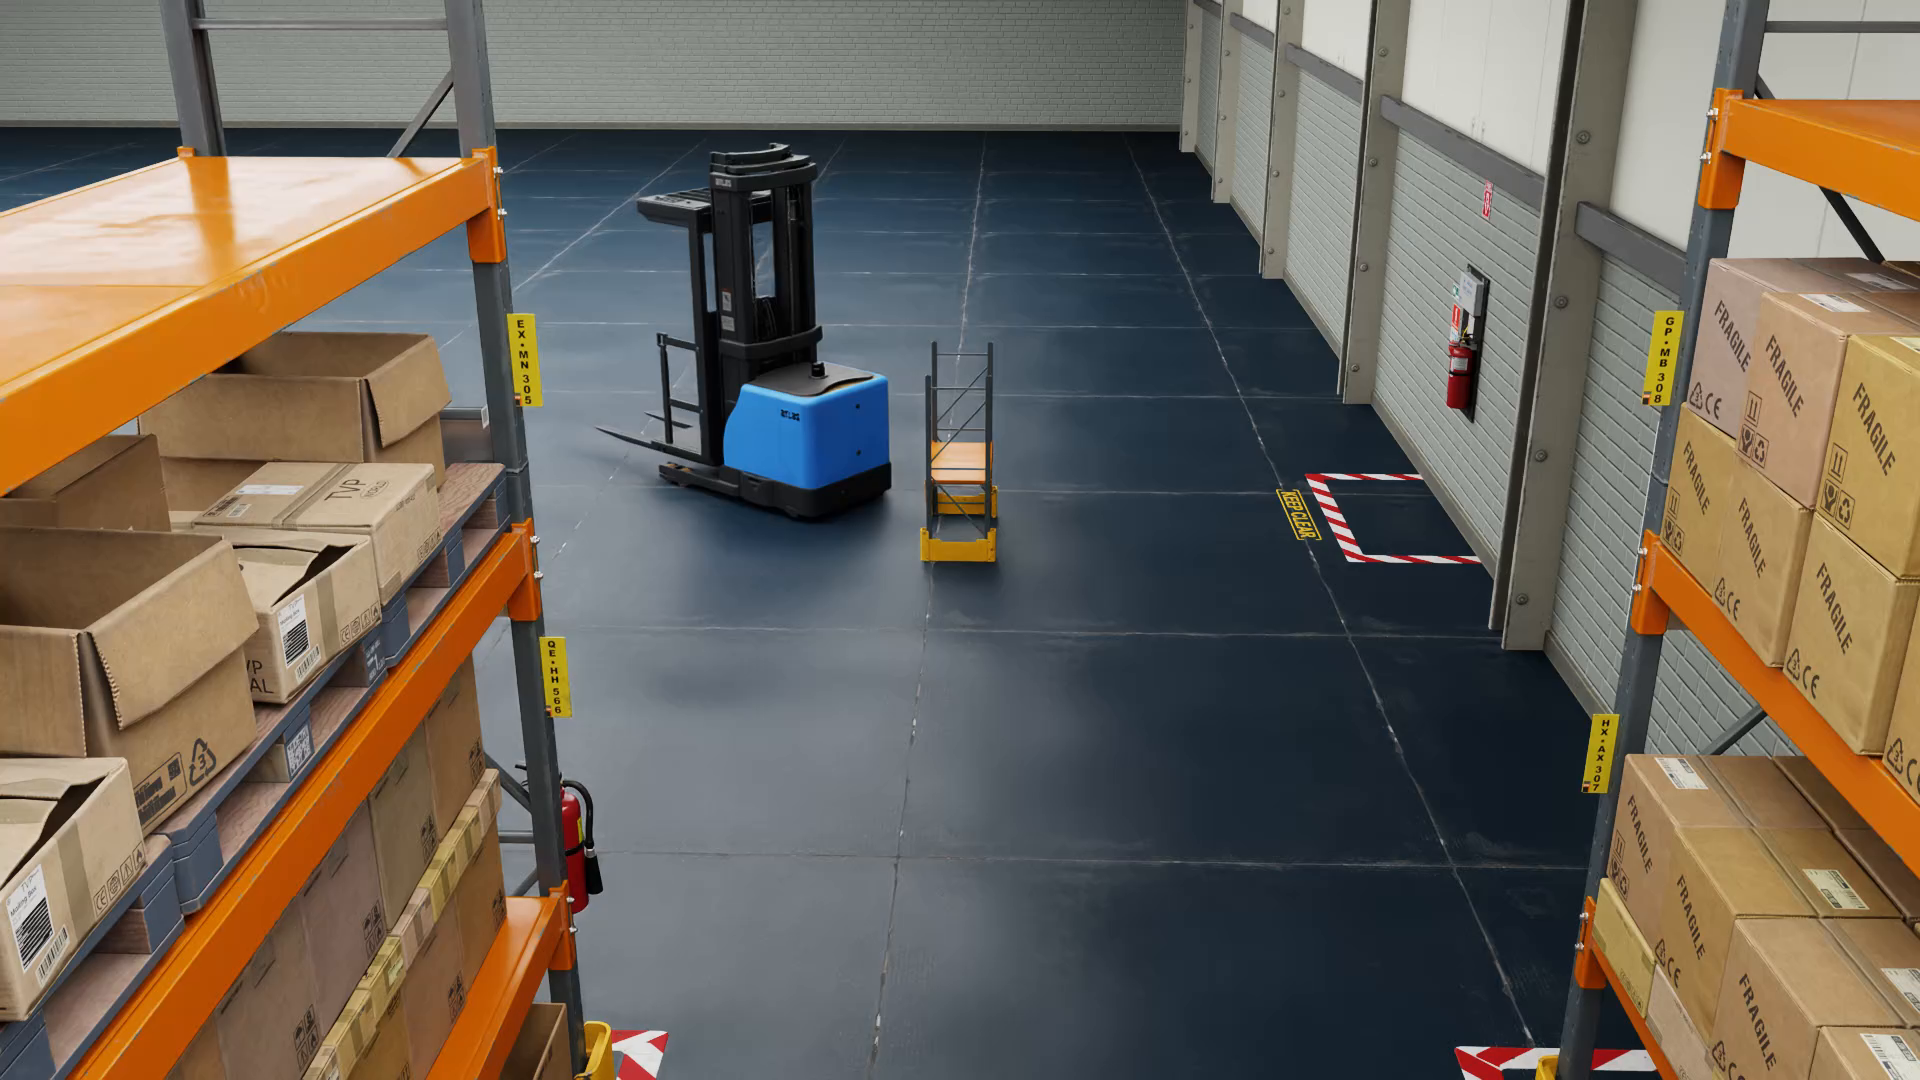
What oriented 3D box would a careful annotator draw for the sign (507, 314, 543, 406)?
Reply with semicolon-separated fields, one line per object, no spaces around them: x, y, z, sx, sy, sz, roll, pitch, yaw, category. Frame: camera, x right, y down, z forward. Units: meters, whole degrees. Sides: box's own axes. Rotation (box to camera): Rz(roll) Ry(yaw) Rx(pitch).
-1.496;-0.616;5.709;0.100;0.325;0.005;1;21;2;sign

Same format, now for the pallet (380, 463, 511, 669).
-2.086;0.045;5.241;1.003;0.211;1.213;1;21;2;pallet

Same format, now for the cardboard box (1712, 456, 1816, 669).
2.601;0.058;4.920;0.500;0.500;0.500;2;21;5;cardboard box

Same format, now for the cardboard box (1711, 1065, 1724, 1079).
2.558;1.806;4.907;0.500;0.250;0.500;0;21;1;cardboard box

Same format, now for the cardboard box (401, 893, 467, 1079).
-2.077;1.459;5.483;0.700;0.500;0.500;1;21;3;cardboard box

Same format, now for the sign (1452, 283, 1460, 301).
4.163;-2.060;13.910;0.001;0.109;0.331;1;21;2;sign

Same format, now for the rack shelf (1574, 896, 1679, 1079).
2.852;2.259;4.555;1.077;0.370;4.000;1;21;2;rack shelf

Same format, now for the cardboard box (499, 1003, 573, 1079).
-1.757;2.081;6.203;0.500;0.500;0.500;1;21;2;cardboard box

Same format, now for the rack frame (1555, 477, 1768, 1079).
2.913;1.200;6.288;1.000;3.000;0.127;1;21;2;rack frame

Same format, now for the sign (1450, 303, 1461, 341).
4.172;-1.815;14.010;0.001;0.329;0.234;1;21;2;sign

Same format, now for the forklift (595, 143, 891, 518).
-2.058;-1.969;14.551;3.031;2.935;1.130;17;27;36;forklift

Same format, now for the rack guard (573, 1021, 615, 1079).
-2.038;2.304;6.900;1.175;0.500;0.348;1;21;2;rack guard

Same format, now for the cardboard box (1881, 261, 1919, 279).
3.161;-0.561;5.134;0.500;0.500;0.500;2;21;4;cardboard box

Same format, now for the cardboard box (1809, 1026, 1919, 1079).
2.547;1.633;4.317;0.500;0.500;0.500;1;21;3;cardboard box

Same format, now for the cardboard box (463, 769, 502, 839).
-1.860;0.938;5.929;0.380;0.149;0.250;0;21;1;cardboard box

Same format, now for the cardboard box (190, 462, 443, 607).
-1.810;-0.023;4.728;0.500;0.250;0.500;1;21;2;cardboard box

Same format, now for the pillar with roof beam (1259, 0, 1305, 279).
0.001;-7.889;21.422;9.100;9.000;0.400;1;21;2;pillar with roof beam

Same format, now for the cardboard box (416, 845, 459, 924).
-1.874;1.126;5.446;0.380;0.149;0.250;0;21;1;cardboard box

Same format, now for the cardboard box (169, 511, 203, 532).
-2.250;0.028;4.736;0.380;0.149;0.250;1;21;2;cardboard box

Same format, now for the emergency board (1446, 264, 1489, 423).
4.052;-1.599;13.504;0.194;1.169;0.643;1;21;2;emergency board

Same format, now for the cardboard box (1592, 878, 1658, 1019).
2.581;1.434;5.866;0.500;0.250;0.500;0;21;0;cardboard box

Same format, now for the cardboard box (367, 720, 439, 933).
-2.078;0.874;5.199;0.700;0.500;0.500;0;21;0;cardboard box

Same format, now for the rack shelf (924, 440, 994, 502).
0.003;-0.562;13.402;0.538;0.185;1.000;1;21;2;rack shelf

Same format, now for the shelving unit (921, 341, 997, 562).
0.002;-0.727;13.329;0.587;1.500;1.083;1;21;2;shelving unit

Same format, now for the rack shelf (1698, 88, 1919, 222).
2.852;-0.536;3.470;1.077;0.370;4.000;1;21;2;rack shelf

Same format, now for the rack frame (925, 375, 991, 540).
-0.013;-0.546;12.863;0.500;1.500;0.032;1;21;2;rack frame

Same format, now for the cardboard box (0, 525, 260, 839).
-1.984;0.292;3.567;0.797;0.503;0.637;3;21;8;cardboard box

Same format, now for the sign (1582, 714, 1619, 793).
2.371;0.791;6.147;0.100;0.325;0.005;1;21;2;sign

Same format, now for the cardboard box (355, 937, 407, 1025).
-1.891;1.311;4.967;0.380;0.149;0.250;1;21;3;cardboard box

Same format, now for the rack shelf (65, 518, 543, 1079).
-2.099;0.807;4.149;1.077;0.370;4.000;1;21;2;rack shelf

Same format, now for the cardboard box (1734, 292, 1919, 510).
2.593;-0.403;4.725;0.500;0.500;0.500;0;21;1;cardboard box

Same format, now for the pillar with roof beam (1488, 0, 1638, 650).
-0.364;-3.551;10.240;9.100;9.000;0.400;1;21;2;pillar with roof beam

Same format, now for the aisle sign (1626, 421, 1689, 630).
2.615;-0.041;5.894;0.394;0.787;0.004;1;21;2;aisle sign

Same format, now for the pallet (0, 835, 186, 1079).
-2.160;0.928;2.967;1.003;0.211;1.213;1;21;2;pallet

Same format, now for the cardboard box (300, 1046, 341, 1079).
-1.905;1.499;4.483;0.380;0.149;0.250;0;21;1;cardboard box

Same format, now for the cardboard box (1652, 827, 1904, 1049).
2.573;1.259;5.280;0.500;0.500;0.500;1;21;2;cardboard box

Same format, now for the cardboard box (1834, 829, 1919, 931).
3.086;1.266;5.262;0.500;0.500;0.500;1;21;2;cardboard box

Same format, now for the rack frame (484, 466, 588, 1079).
-2.038;1.147;6.425;1.000;3.000;0.127;1;21;2;rack frame

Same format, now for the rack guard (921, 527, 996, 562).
-0.013;0.036;13.091;0.587;0.250;0.087;1;21;2;rack guard

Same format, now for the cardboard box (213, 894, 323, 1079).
-2.107;1.237;4.262;0.700;0.500;0.500;1;21;2;cardboard box

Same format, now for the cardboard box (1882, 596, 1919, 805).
2.594;0.440;3.936;0.500;0.500;0.500;2;21;5;cardboard box
